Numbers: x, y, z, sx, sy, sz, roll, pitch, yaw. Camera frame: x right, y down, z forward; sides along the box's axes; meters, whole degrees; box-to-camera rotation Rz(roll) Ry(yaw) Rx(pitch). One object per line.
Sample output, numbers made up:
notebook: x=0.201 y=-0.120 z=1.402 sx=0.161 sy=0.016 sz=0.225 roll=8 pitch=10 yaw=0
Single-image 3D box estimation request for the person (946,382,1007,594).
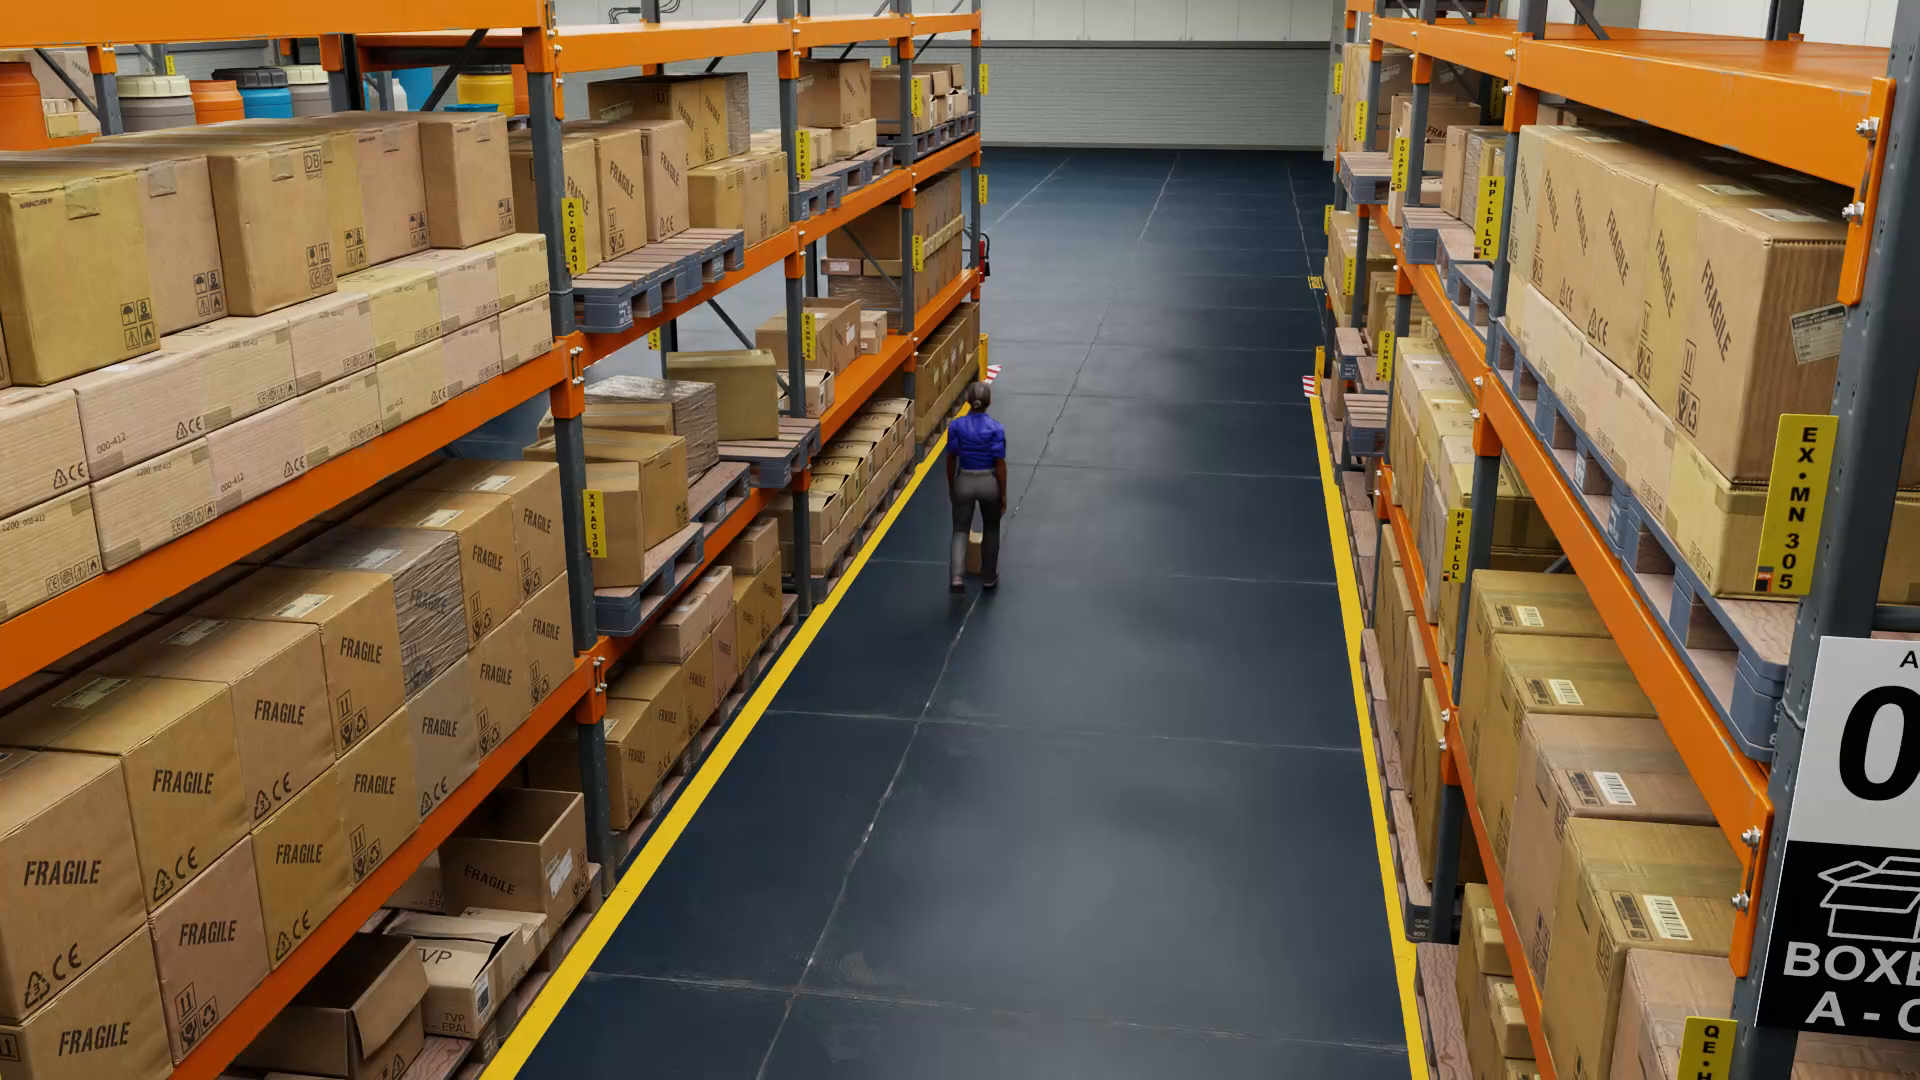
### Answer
person: x=0.125 y=-0.384 z=12.209 sx=0.452 sy=1.619 sz=0.800 roll=2 pitch=18 yaw=7
